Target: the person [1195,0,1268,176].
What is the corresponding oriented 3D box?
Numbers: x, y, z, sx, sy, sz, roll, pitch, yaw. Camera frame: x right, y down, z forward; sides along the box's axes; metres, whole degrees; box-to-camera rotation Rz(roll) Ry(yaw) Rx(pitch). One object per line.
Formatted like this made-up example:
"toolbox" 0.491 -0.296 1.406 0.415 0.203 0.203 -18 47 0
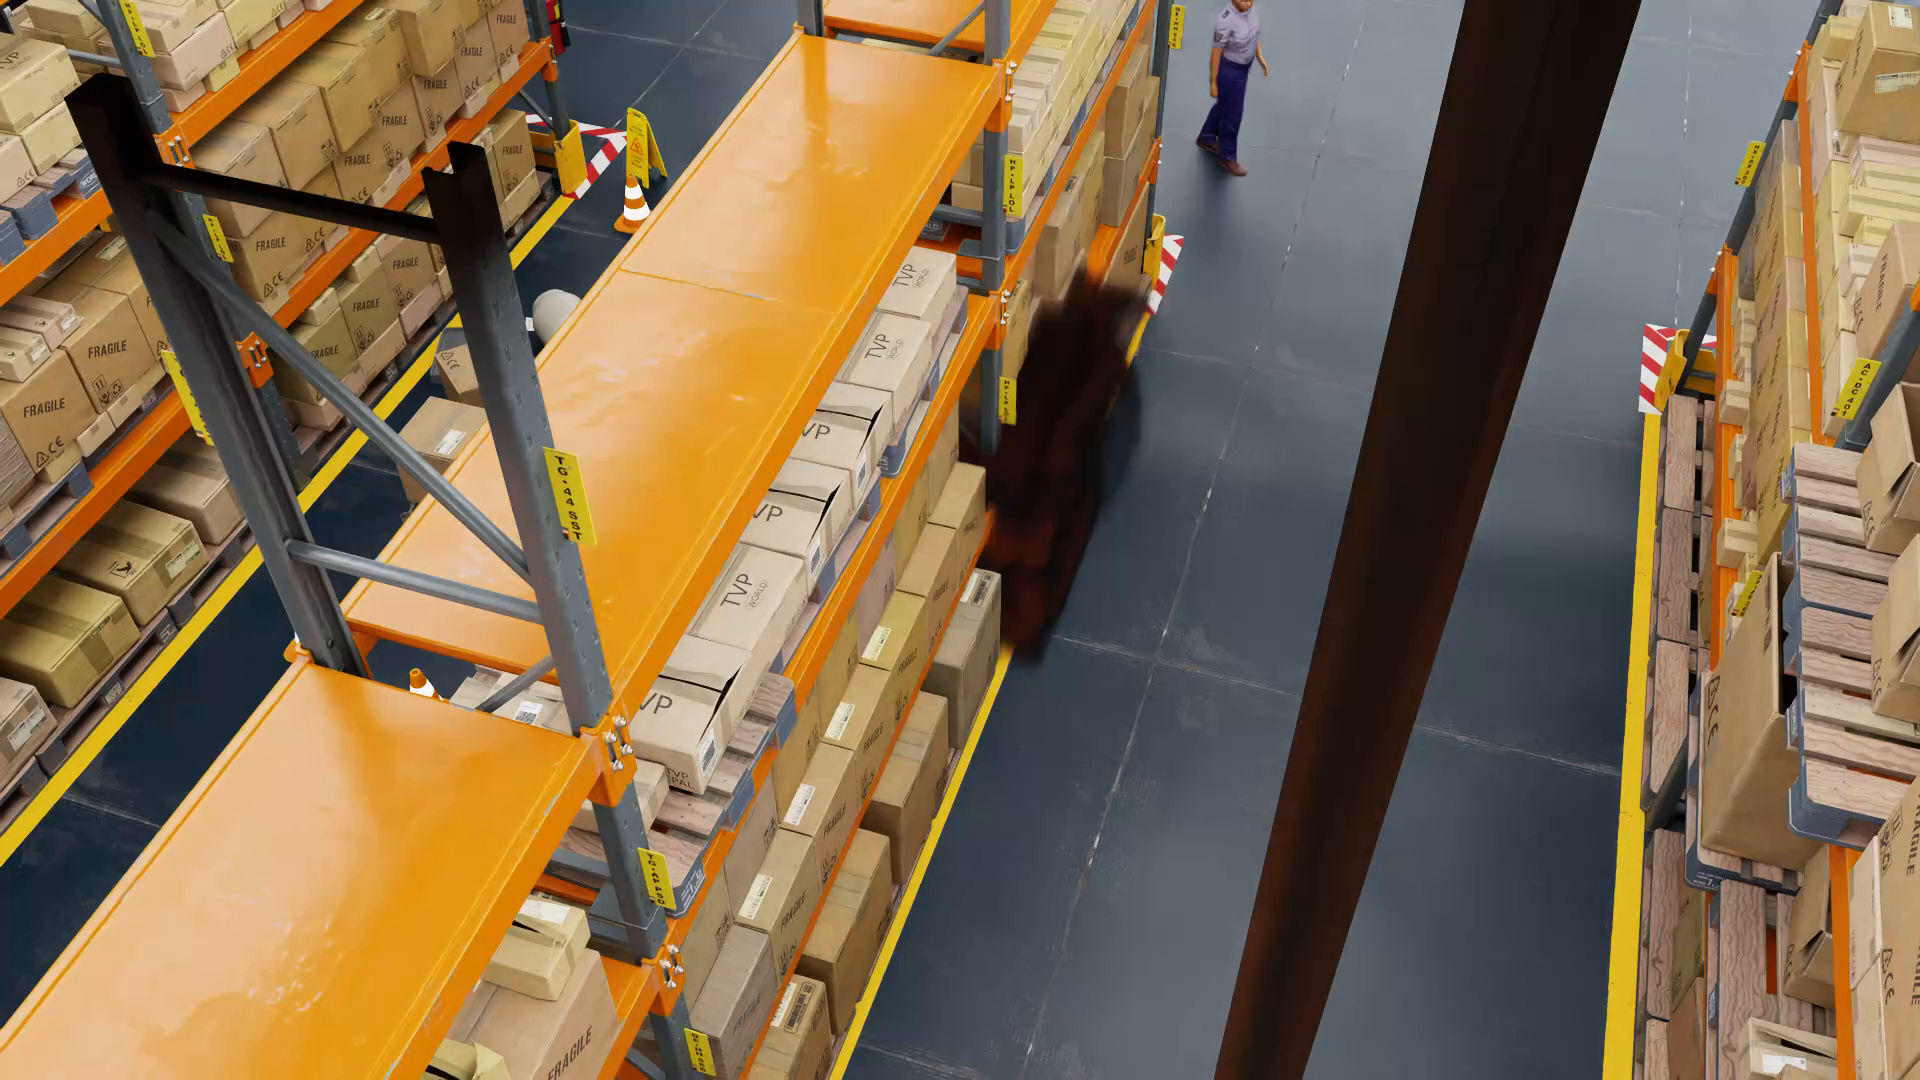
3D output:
"person" 2.279 -3.873 13.790 0.517 1.679 0.490 11 47 11
